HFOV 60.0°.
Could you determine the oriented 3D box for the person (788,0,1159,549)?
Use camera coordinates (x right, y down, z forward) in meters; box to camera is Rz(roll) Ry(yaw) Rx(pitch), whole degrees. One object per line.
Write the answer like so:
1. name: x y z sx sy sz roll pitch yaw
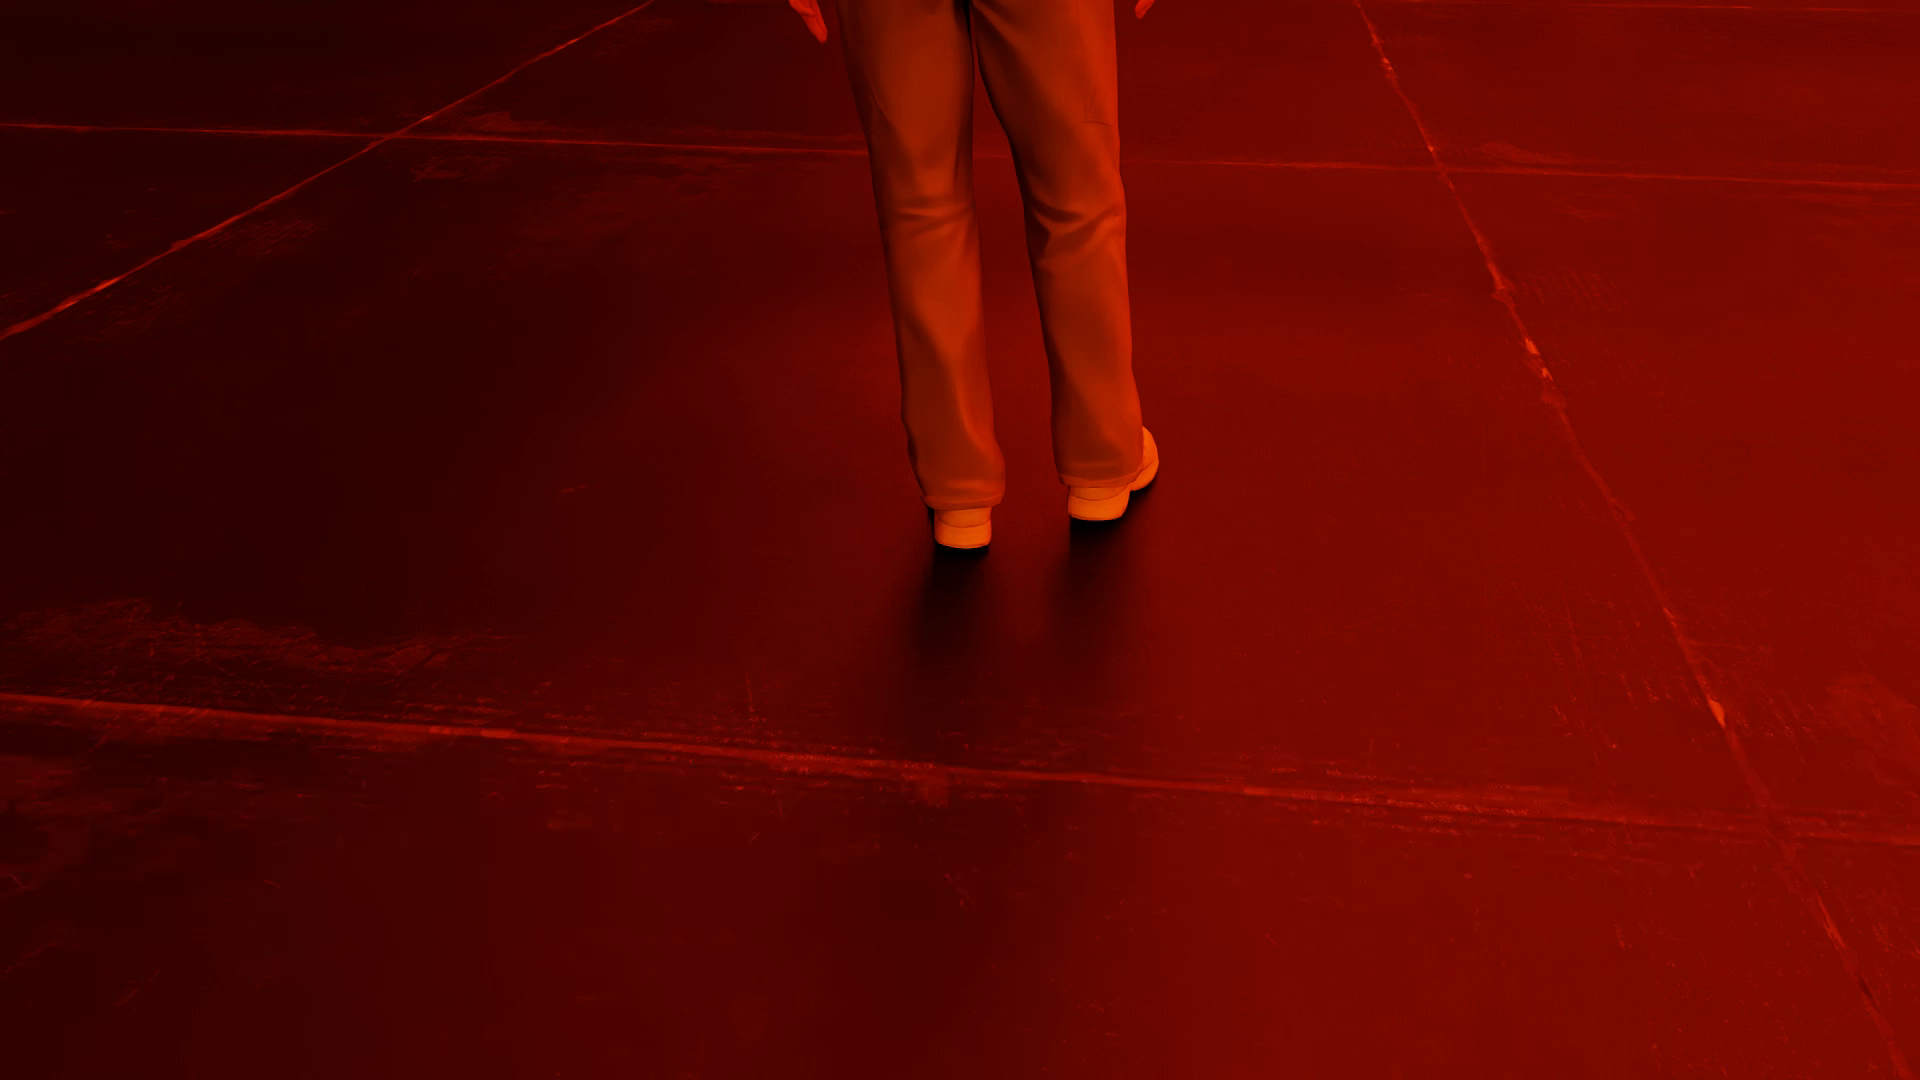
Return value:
1. person: 0.025 -0.788 2.187 0.547 1.673 0.548 3 27 7
